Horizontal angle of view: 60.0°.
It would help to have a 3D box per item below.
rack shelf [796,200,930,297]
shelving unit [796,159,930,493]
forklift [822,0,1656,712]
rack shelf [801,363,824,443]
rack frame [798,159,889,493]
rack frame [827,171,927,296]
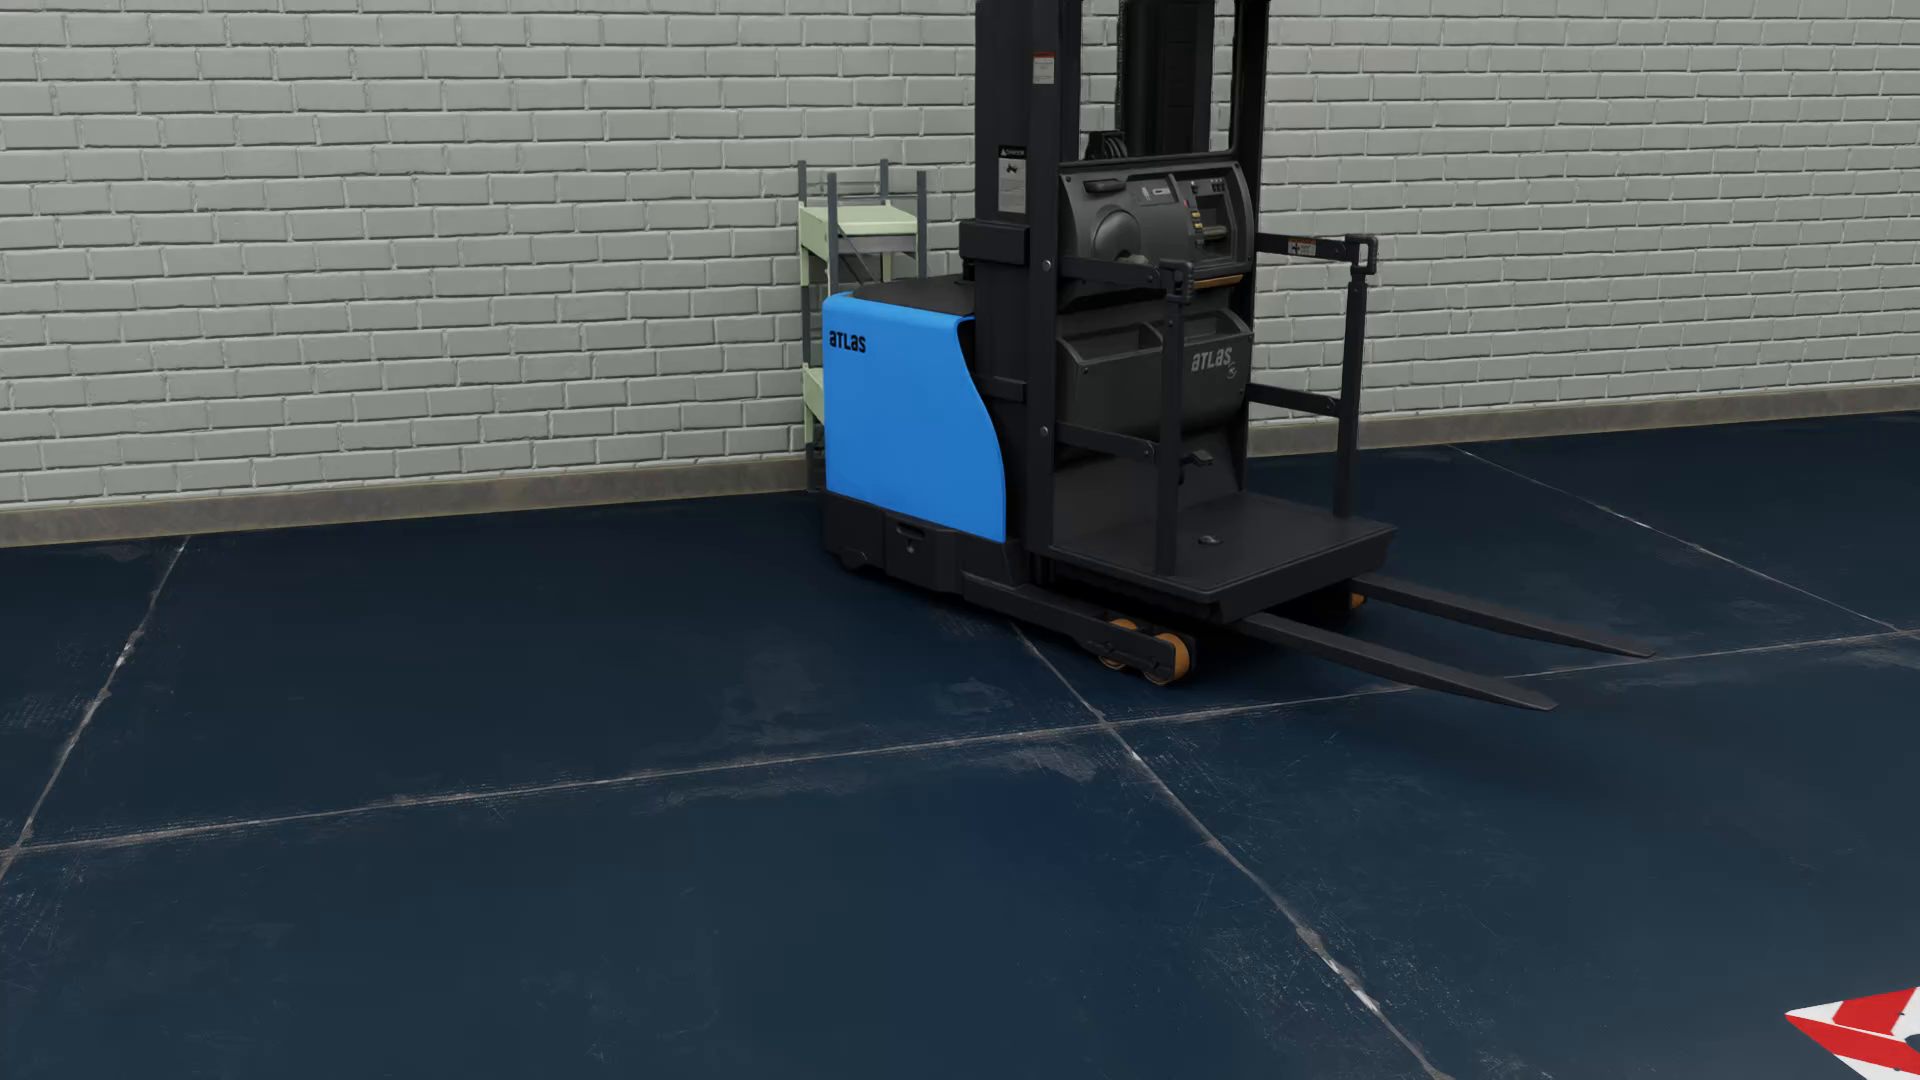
[{"bbox_3d":[-0.422,-1.224,7.063,0.431,0.370,0.720,-4,17,-14],"label":"rack shelf"},{"bbox_3d":[-0.422,-0.850,7.175,0.431,1.500,0.755,-4,17,-14],"label":"shelving unit"},{"bbox_3d":[0.832,-1.101,5.521,1.130,2.935,3.031,-15,22,-41],"label":"forklift"},{"bbox_3d":[-0.422,-0.538,7.269,0.431,0.370,0.720,-4,17,-14],"label":"rack shelf"},{"bbox_3d":[-0.513,-0.952,7.514,0.400,1.500,0.023,-4,17,-14],"label":"rack frame"},{"bbox_3d":[-0.330,-0.748,6.836,0.400,1.500,0.023,-4,17,-14],"label":"rack frame"}]
